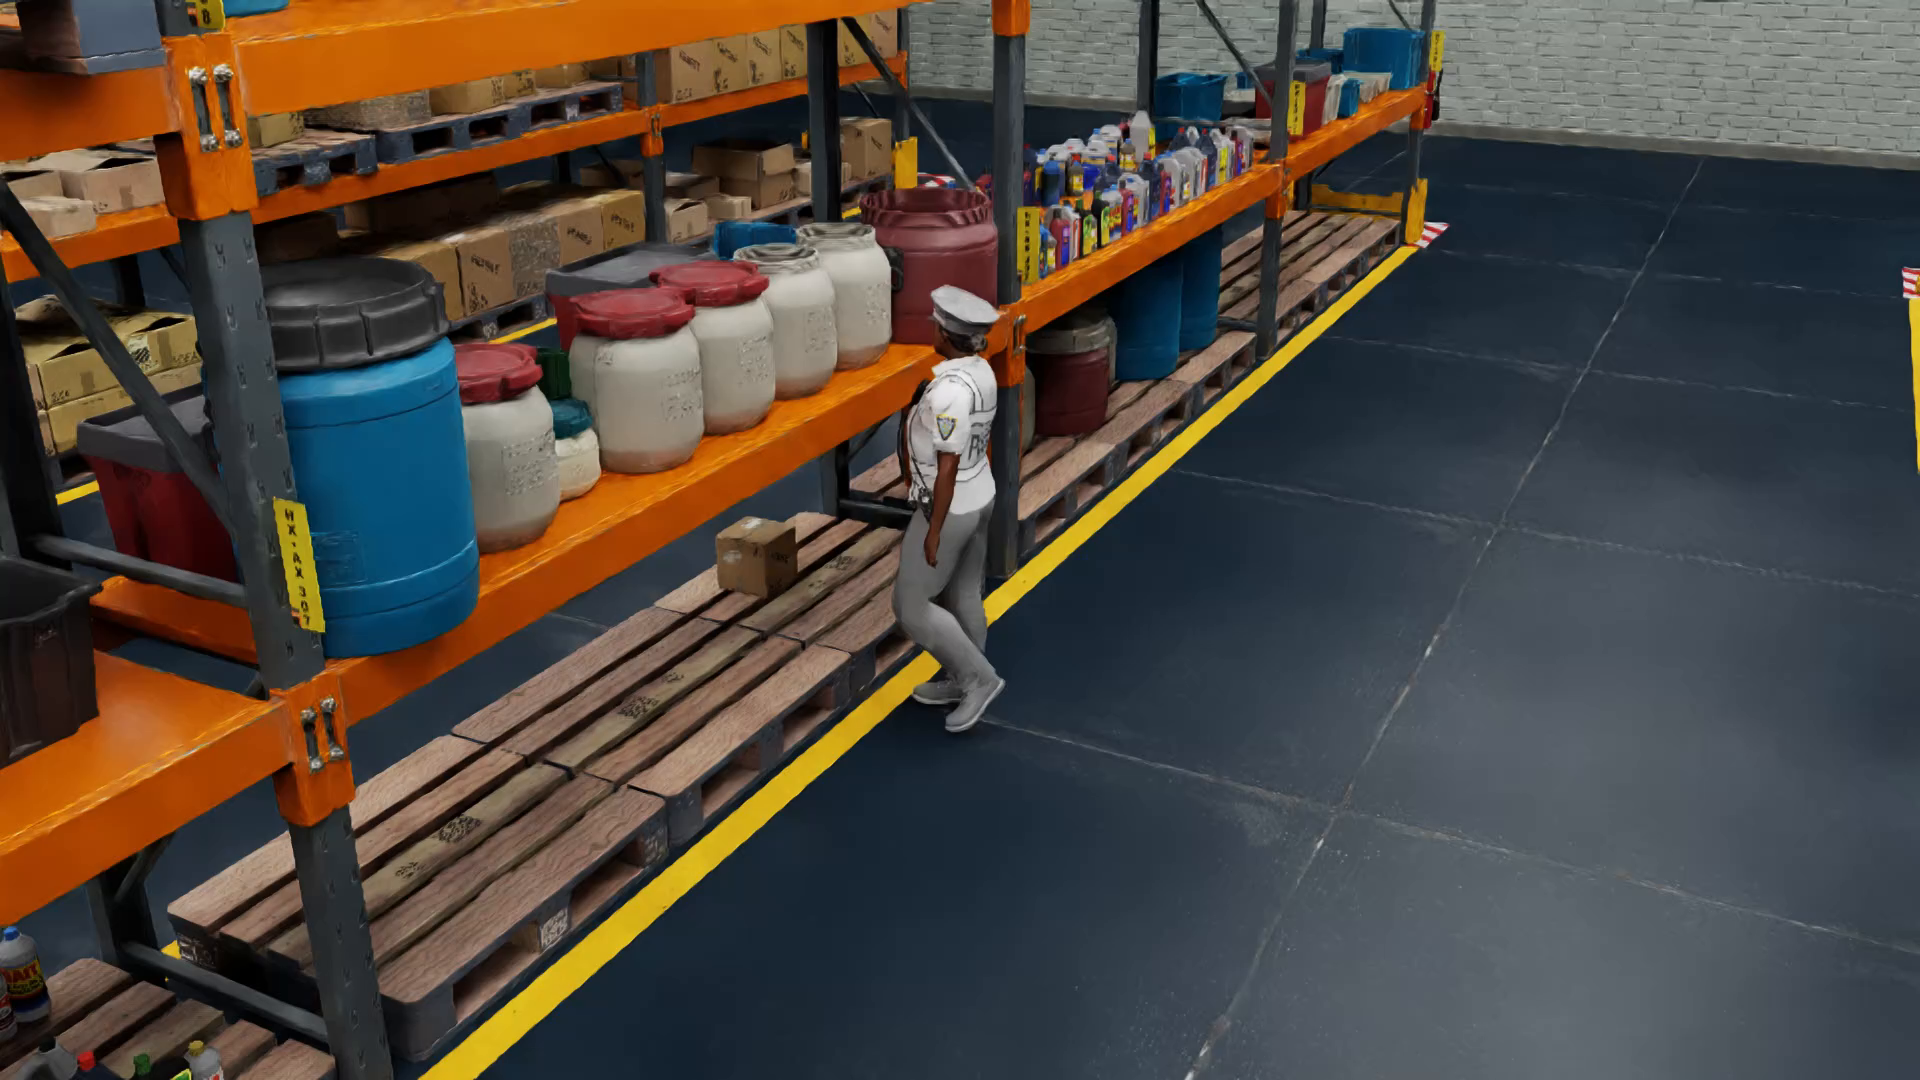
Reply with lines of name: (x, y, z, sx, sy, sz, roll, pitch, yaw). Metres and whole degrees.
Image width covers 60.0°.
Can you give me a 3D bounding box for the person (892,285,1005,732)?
person: (-0.005, -0.101, 6.278, 0.419, 1.680, 0.507, 7, 24, 15)
